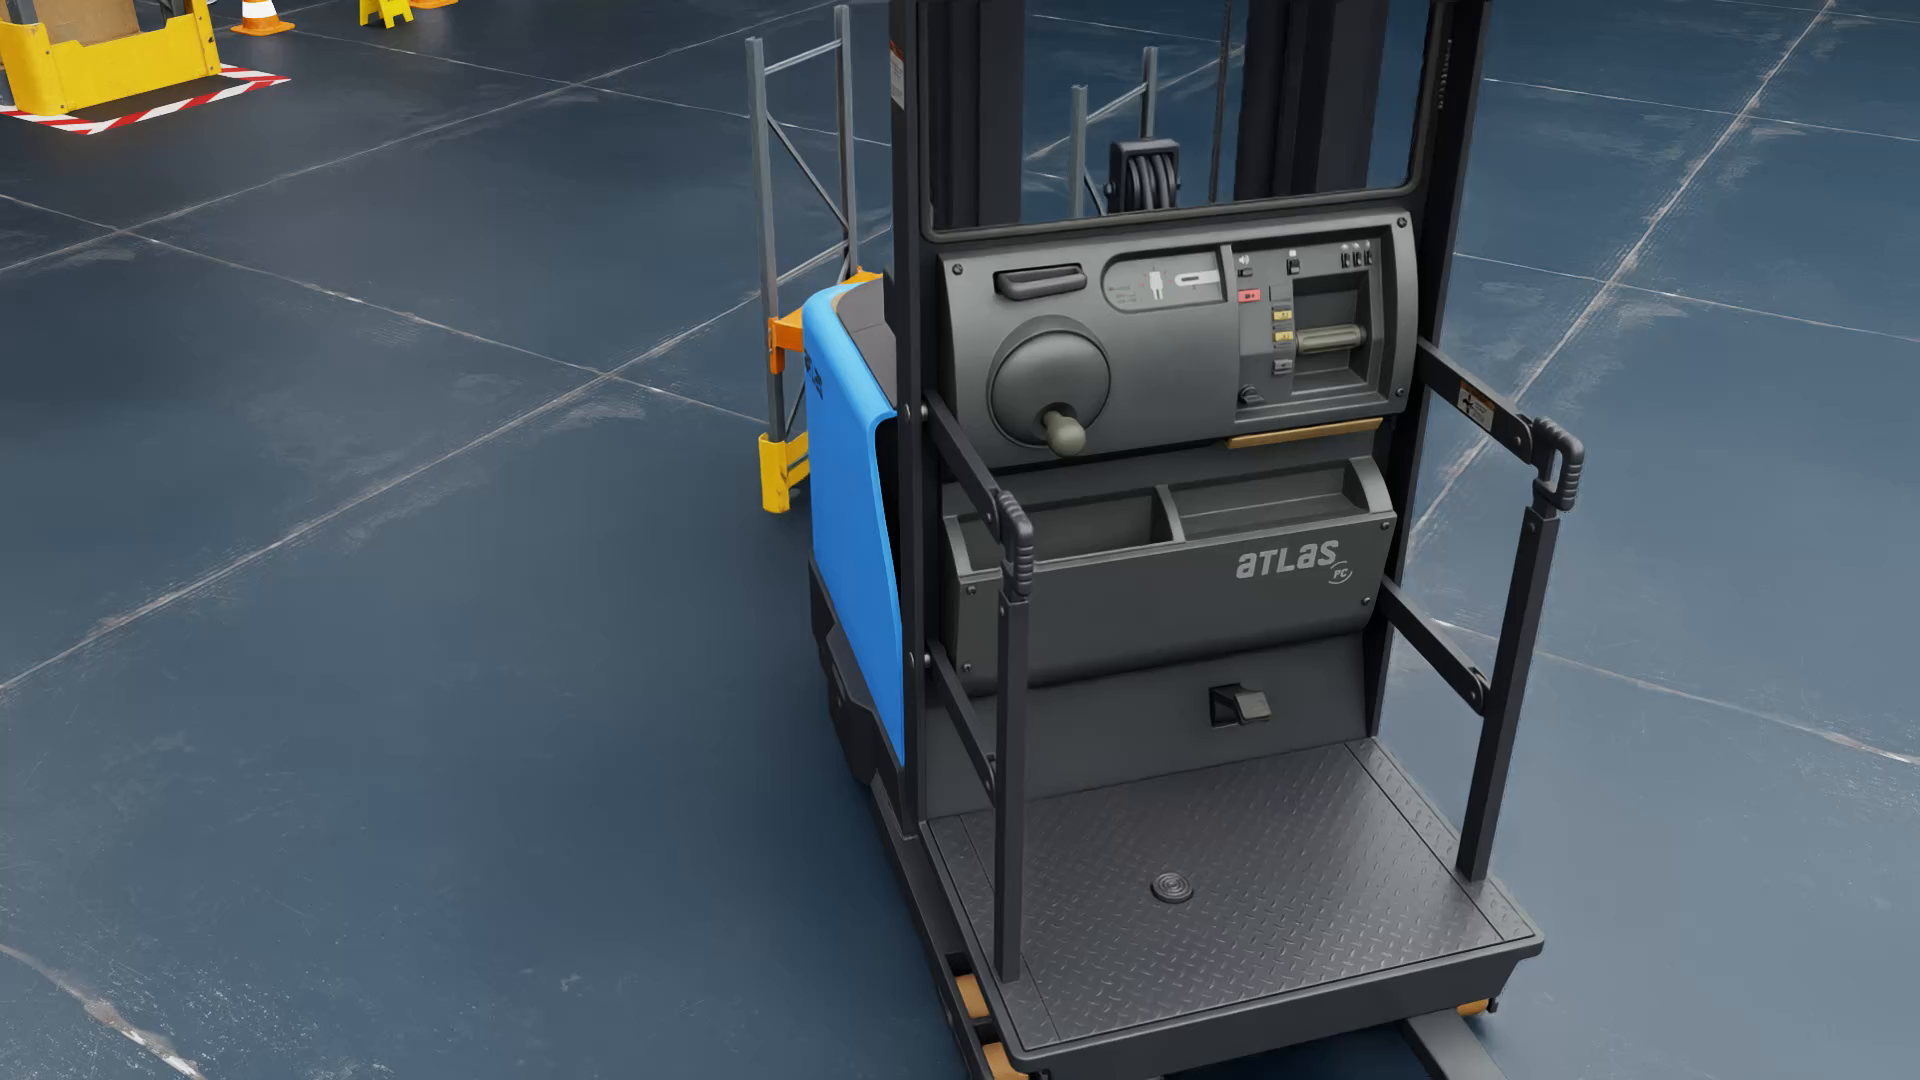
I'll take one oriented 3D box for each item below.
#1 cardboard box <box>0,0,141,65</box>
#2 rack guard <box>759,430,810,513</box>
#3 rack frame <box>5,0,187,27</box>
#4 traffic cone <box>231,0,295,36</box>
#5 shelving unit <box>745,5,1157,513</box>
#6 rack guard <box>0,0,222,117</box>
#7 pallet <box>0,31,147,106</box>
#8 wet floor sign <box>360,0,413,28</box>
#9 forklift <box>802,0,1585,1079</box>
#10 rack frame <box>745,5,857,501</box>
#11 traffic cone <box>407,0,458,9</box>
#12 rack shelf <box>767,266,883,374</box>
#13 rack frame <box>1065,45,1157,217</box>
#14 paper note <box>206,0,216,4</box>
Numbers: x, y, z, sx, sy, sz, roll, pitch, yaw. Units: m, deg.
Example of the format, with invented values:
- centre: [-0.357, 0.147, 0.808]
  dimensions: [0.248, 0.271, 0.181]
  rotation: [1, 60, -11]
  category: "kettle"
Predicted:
- centre: [-5.564, -3.375, 9.750]
  dimensions: [0.875, 0.875, 0.875]
  rotation: [18, 35, 28]
  category: "cardboard box"
- centre: [-0.472, -0.331, 5.570]
  dimensions: [0.087, 0.250, 0.587]
  rotation: [16, 34, 25]
  category: "rack guard"
- centre: [-4.954, -3.958, 9.057]
  dimensions: [0.127, 3.000, 1.000]
  rotation: [18, 35, 27]
  category: "rack frame"
- centre: [-4.649, -3.610, 10.979]
  dimensions: [0.334, 0.463, 0.336]
  rotation: [18, 35, 27]
  category: "traffic cone"
- centre: [-0.037, -0.749, 5.045]
  dimensions: [1.083, 1.500, 0.587]
  rotation: [16, 34, 25]
  category: "shelving unit"
- centre: [-4.934, -2.872, 9.676]
  dimensions: [0.348, 0.500, 1.175]
  rotation: [18, 35, 27]
  category: "rack guard"
- centre: [-5.673, -2.934, 10.070]
  dimensions: [1.213, 0.211, 1.003]
  rotation: [18, 35, 27]
  category: "pallet"
- centre: [-3.877, -3.778, 11.086]
  dimensions: [0.232, 0.644, 0.267]
  rotation: [12, 32, 19]
  category: "wet floor sign"
- centre: [0.487, -0.338, 2.920]
  dimensions: [1.130, 2.935, 3.031]
  rotation: [-8, 31, -14]
  category: "forklift"
- centre: [-0.473, -0.872, 5.256]
  dimensions: [0.032, 1.500, 0.500]
  rotation: [16, 34, 25]
  category: "rack frame"
- centre: [-3.760, -4.002, 11.650]
  dimensions: [0.334, 0.463, 0.336]
  rotation: [18, 35, 27]
  category: "traffic cone"
- centre: [-0.029, -0.591, 5.132]
  dimensions: [1.000, 0.185, 0.538]
  rotation: [16, 34, 25]
  category: "rack shelf"
- centre: [0.415, -0.621, 4.827]
  dimensions: [0.032, 1.500, 0.500]
  rotation: [16, 34, 25]
  category: "rack frame"
- centre: [-5.345, -3.808, 11.749]
  dimensions: [0.144, 0.017, 0.142]
  rotation: [-21, 36, -32]
  category: "paper note"
